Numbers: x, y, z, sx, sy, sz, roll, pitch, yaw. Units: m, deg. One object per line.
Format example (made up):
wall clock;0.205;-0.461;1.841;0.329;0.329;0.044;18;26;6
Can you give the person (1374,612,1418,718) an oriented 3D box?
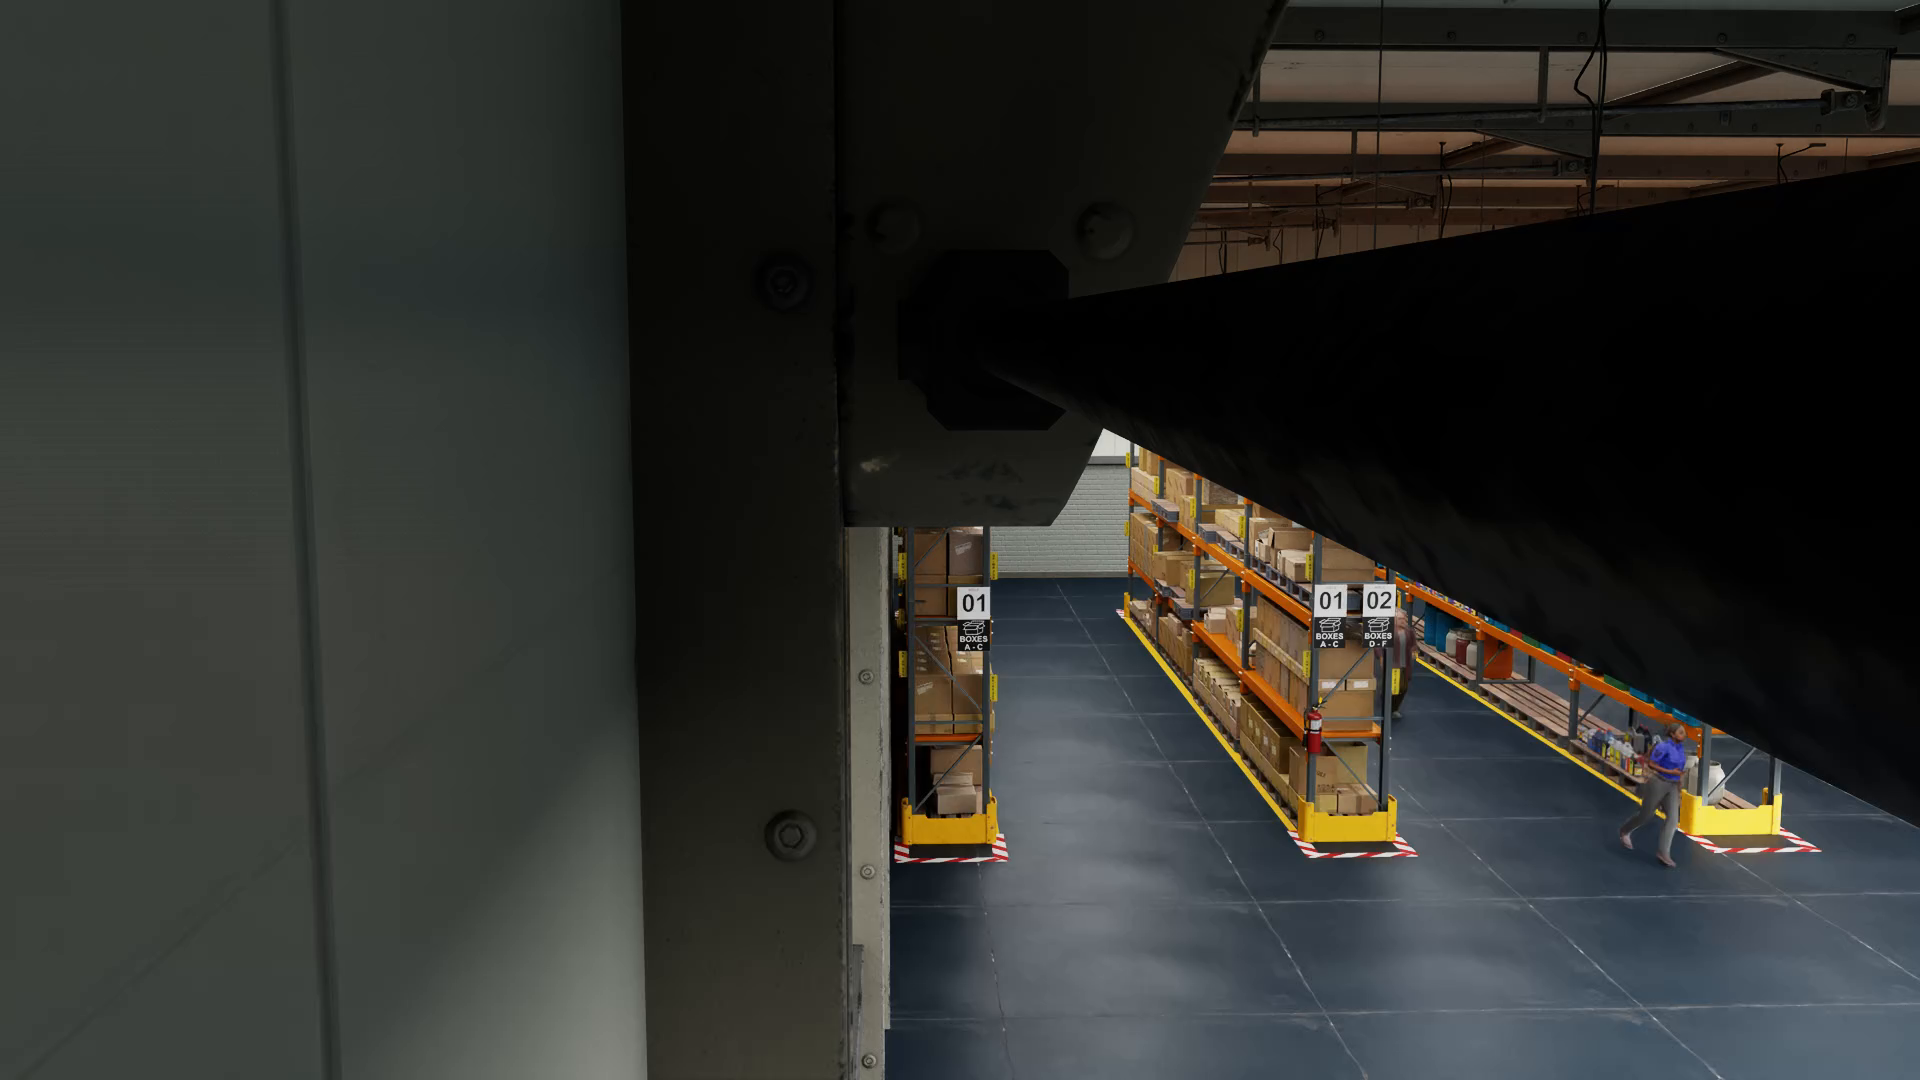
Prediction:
person;7.074;2.034;26.793;0.691;1.737;0.662;-2;8;-16

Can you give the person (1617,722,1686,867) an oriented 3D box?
person;8.435;2.984;19.929;0.619;1.638;0.887;-3;8;-21
